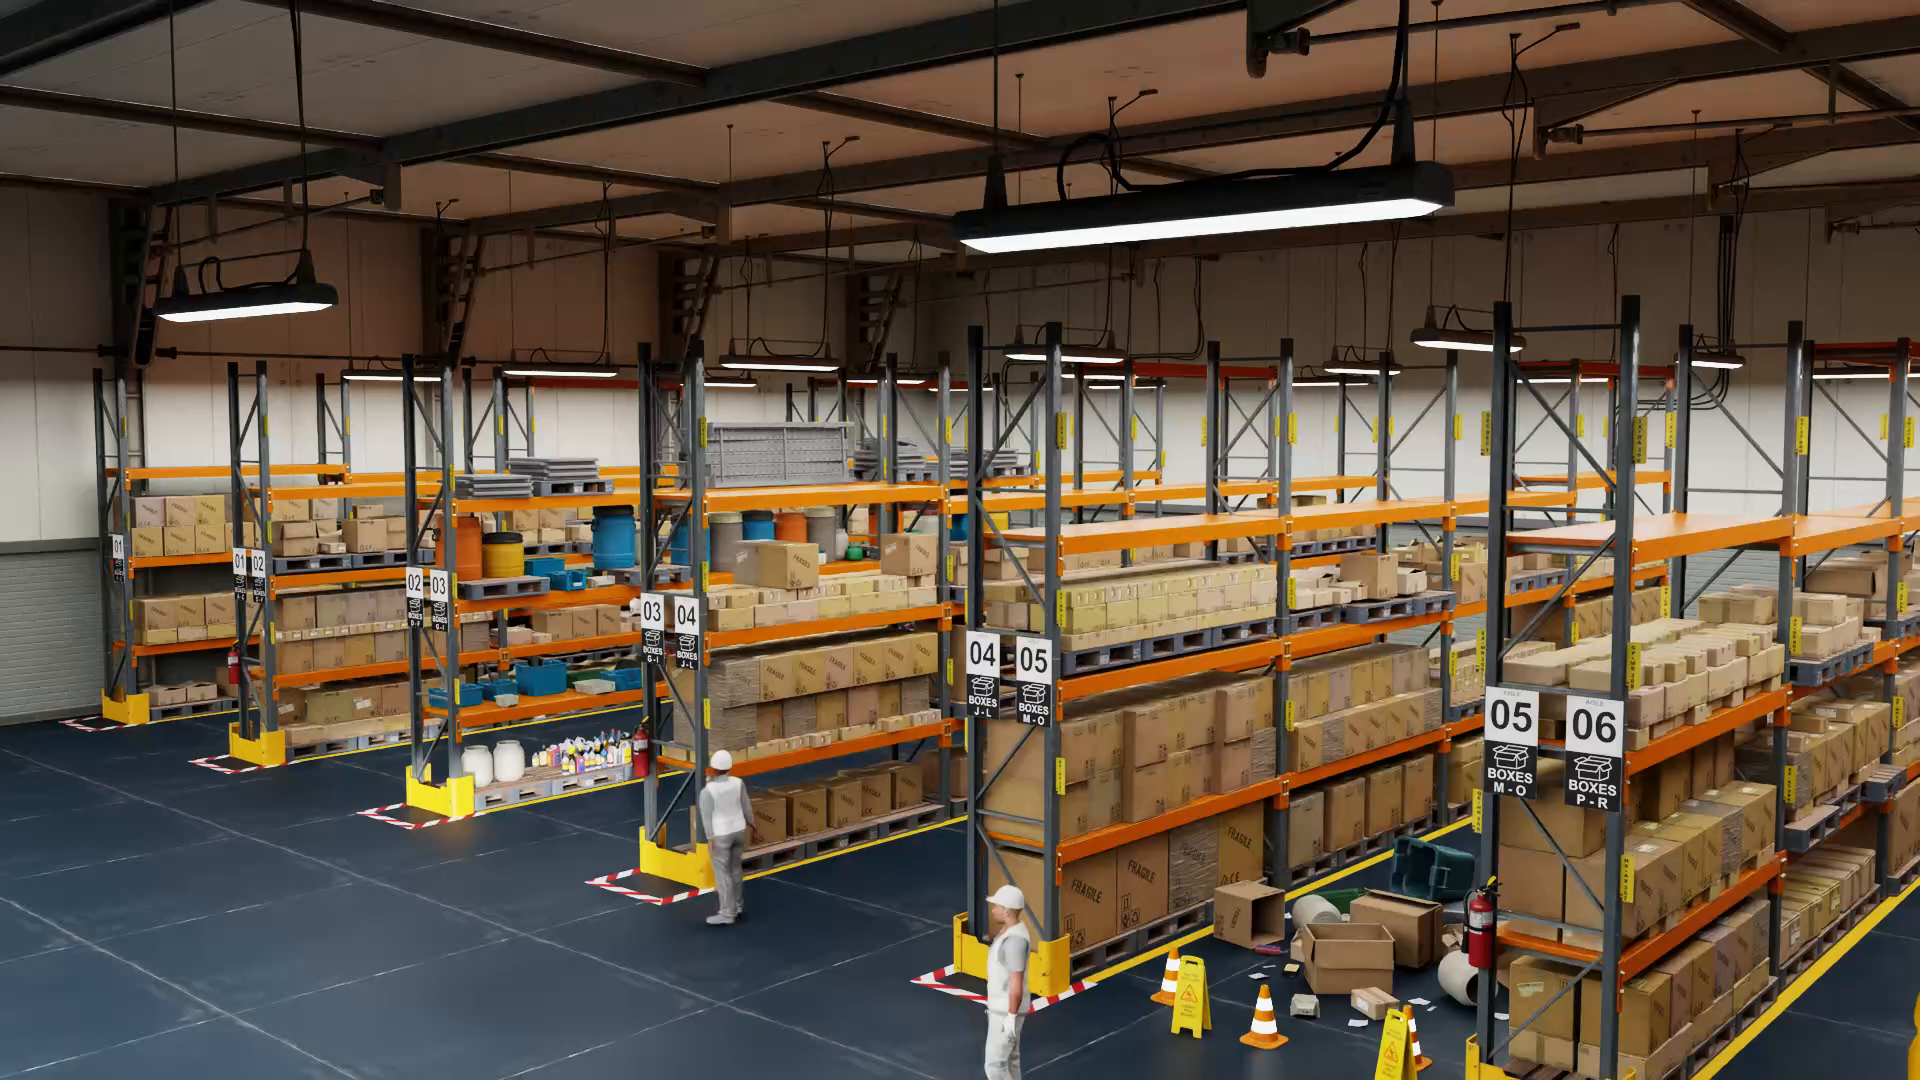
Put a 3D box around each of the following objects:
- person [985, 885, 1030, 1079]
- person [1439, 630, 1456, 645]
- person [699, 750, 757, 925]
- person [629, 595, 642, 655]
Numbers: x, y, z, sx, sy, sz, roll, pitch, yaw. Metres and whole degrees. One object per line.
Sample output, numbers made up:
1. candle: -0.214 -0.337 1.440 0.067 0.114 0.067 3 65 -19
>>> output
1. person: 0.312 3.395 11.936 0.384 1.817 0.603 0 4 2
2. person: 7.830 2.303 26.677 0.567 1.781 0.575 3 5 39
3. person: -2.373 3.014 17.079 0.428 1.779 0.740 3 5 37
4. person: -6.609 1.786 34.394 0.421 1.700 0.472 0 4 -6
